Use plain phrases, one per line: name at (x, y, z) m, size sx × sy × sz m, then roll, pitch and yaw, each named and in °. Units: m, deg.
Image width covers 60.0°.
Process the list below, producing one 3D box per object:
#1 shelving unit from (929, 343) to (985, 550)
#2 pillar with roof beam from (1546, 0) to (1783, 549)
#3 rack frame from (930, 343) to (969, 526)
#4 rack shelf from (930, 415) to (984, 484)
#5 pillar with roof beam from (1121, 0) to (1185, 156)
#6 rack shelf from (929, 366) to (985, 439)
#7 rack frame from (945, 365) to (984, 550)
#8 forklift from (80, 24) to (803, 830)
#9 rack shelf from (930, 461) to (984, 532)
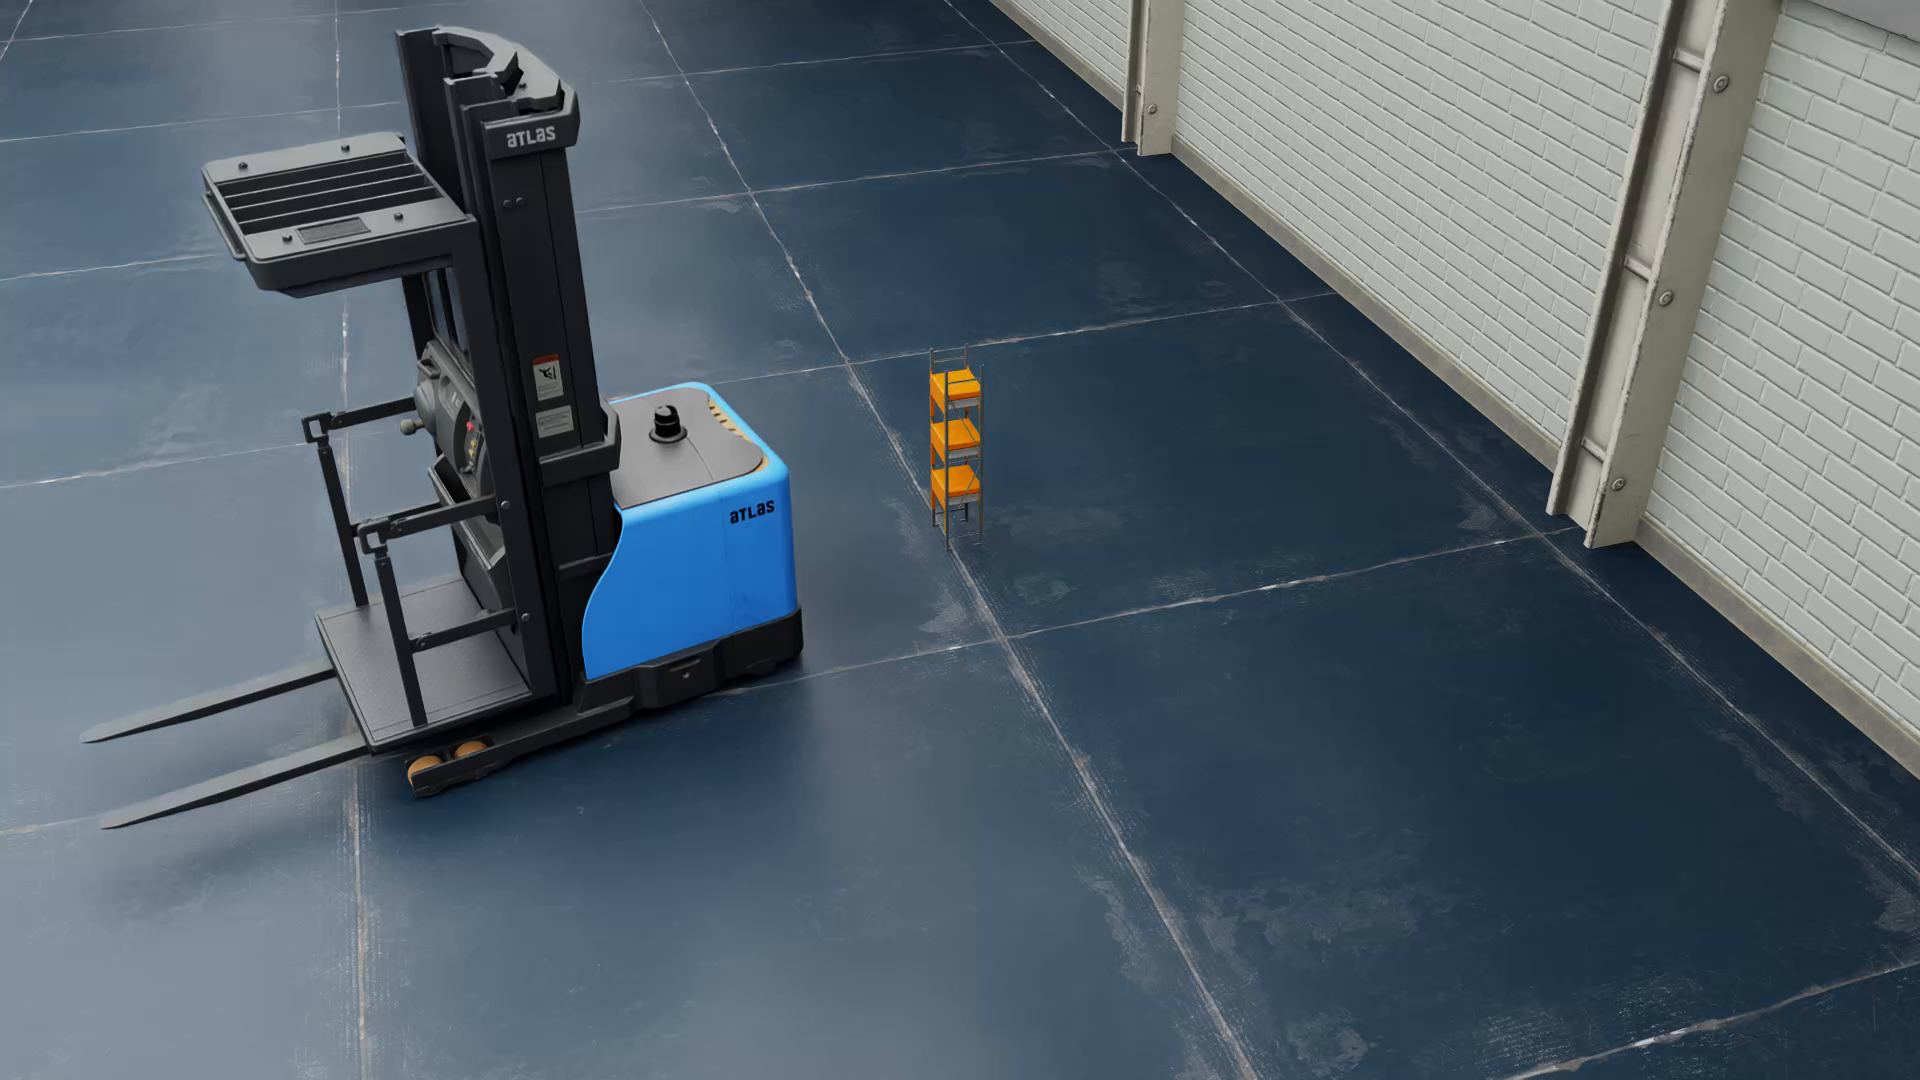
shelving unit at (-0.016, -0.466, 8.503) m, size 0.215 × 1.050 × 0.252 m, roll -10°, pitch 35°, yaw -15°
pillar with roof beam at (-0.730, -3.113, 5.299) m, size 9.100 × 9.000 × 0.400 m, roll -10°, pitch 35°, yaw -15°
rack frame at (-0.054, -0.530, 8.600) m, size 0.200 × 1.050 × 0.008 m, roll -10°, pitch 35°, yaw -15°
rack shelf at (-0.016, -0.457, 8.509) m, size 0.215 × 0.259 × 0.240 m, roll -10°, pitch 35°, yaw -15°
pillar with roof beam at (-2.560, -6.263, 10.066) m, size 9.100 × 9.000 × 0.400 m, roll -10°, pitch 35°, yaw -15°
rack shelf at (-0.016, -0.694, 8.352) m, size 0.215 × 0.259 × 0.240 m, roll -10°, pitch 35°, yaw -15°
rack frame at (0.021, -0.402, 8.406) m, size 0.200 × 1.050 × 0.008 m, roll -10°, pitch 35°, yaw -15°
forklift at (-2.274, -0.467, 6.798) m, size 3.031 × 2.935 × 1.130 m, roll -18°, pitch 37°, yaw -25°
rack shelf at (-0.016, -0.225, 8.662) m, size 0.215 × 0.259 × 0.240 m, roll -10°, pitch 35°, yaw -15°
